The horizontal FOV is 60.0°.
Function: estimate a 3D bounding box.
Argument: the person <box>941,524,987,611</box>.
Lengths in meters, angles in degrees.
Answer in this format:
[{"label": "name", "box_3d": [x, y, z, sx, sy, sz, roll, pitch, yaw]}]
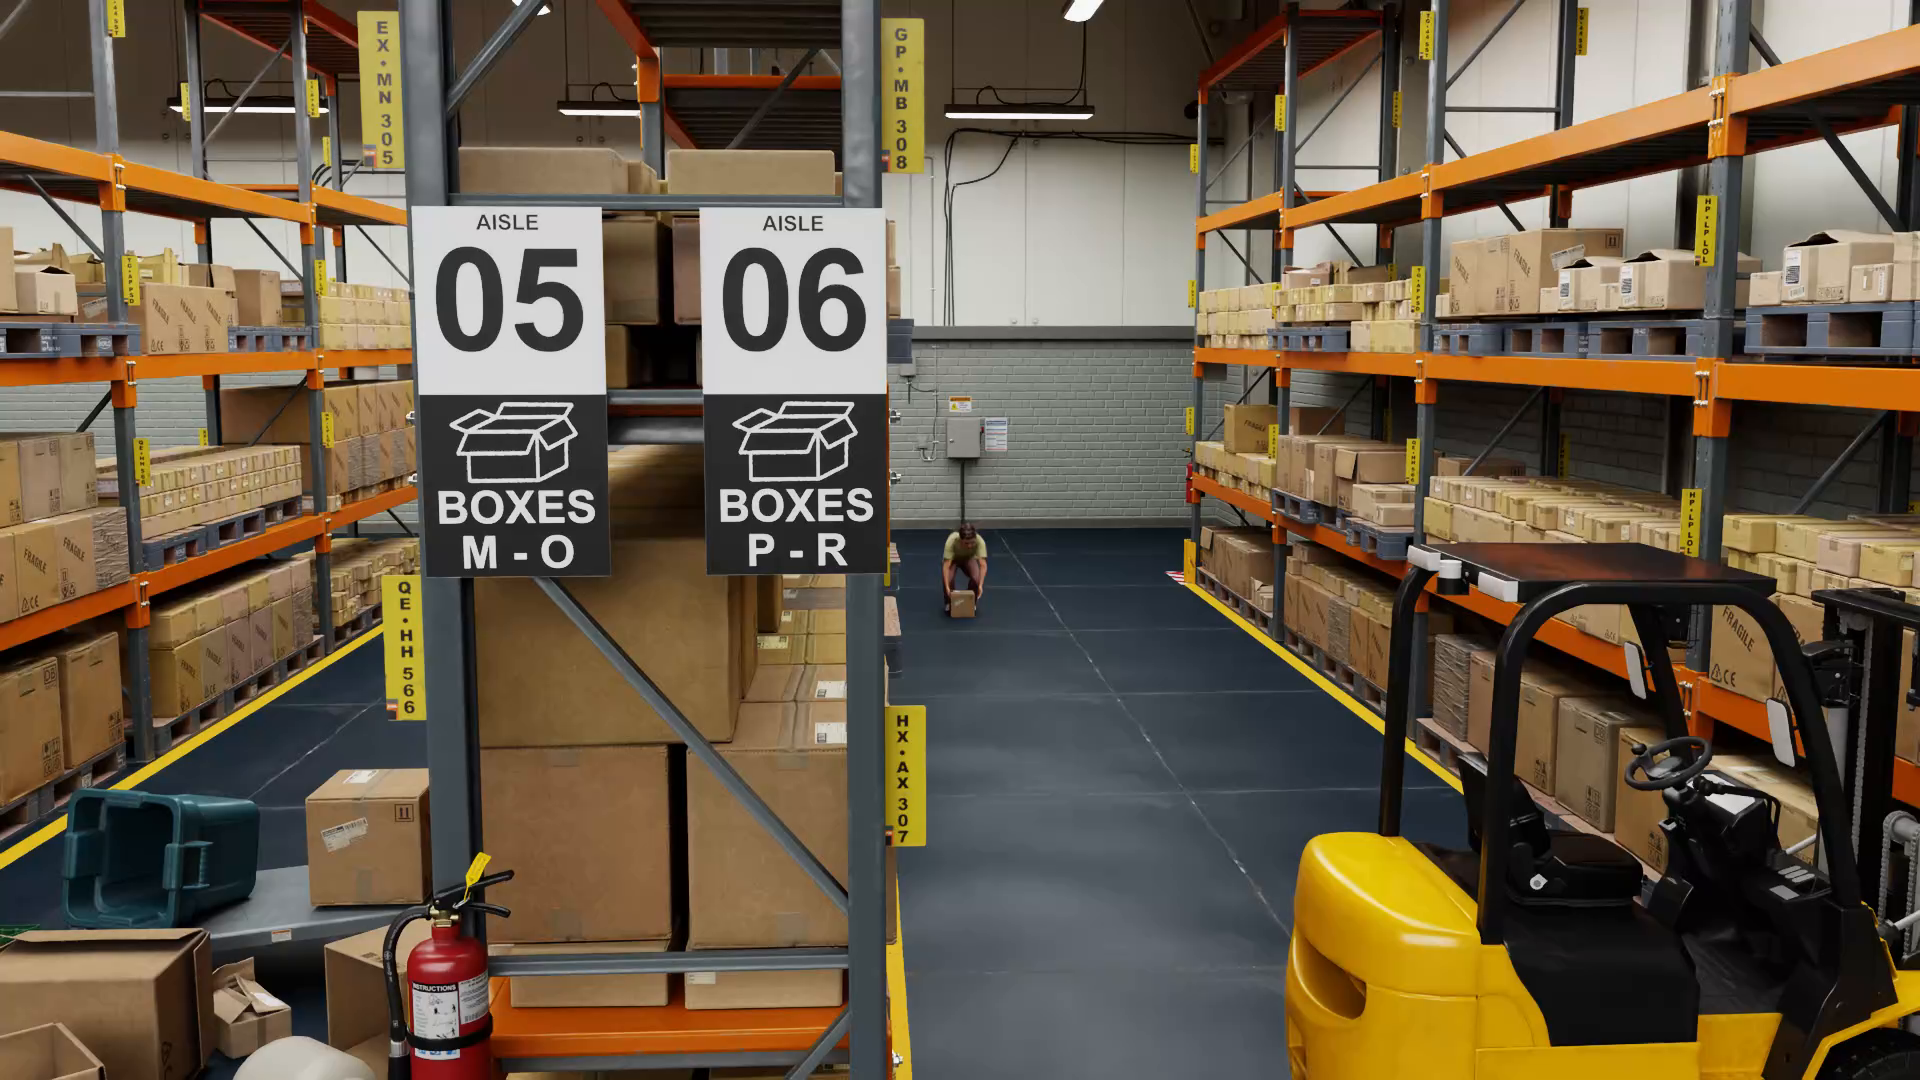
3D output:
[{"label": "person", "box_3d": [0.040, 0.284, 17.829, 0.488, 0.976, 0.786, 0, 7, -4]}]
